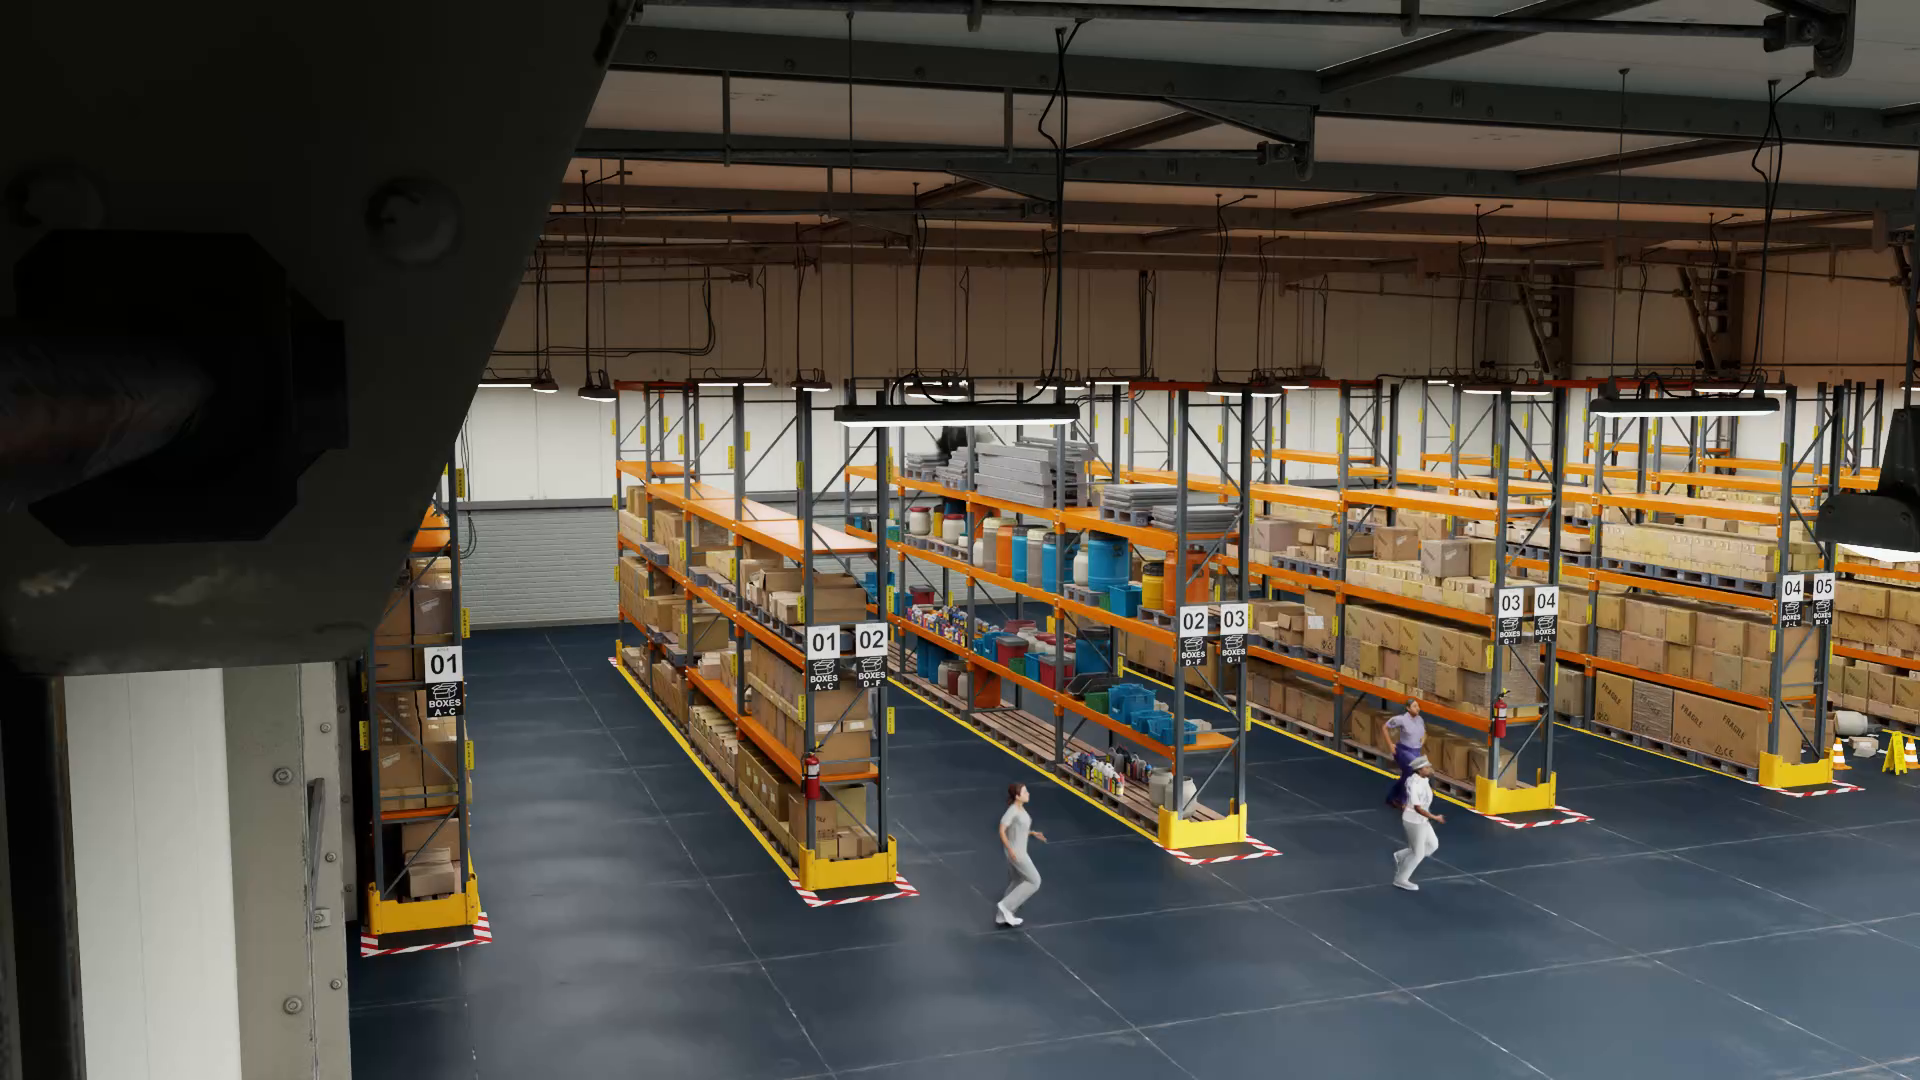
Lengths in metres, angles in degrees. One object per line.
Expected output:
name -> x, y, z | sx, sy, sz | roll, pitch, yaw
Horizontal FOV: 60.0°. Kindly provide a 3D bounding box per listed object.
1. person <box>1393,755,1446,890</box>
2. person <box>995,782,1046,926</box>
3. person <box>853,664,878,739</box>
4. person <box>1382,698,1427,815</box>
person -> 5.562, 3.393, 20.097 | 0.616, 1.659, 0.602 | 2, 6, 19
person -> 0.684, 3.537, 18.749 | 0.569, 1.630, 0.573 | 1, 6, 5
person -> -1.557, 2.527, 28.219 | 0.576, 1.648, 0.581 | -2, 7, -22
person -> 6.326, 3.058, 23.499 | 0.590, 1.655, 0.661 | -5, 8, -37
